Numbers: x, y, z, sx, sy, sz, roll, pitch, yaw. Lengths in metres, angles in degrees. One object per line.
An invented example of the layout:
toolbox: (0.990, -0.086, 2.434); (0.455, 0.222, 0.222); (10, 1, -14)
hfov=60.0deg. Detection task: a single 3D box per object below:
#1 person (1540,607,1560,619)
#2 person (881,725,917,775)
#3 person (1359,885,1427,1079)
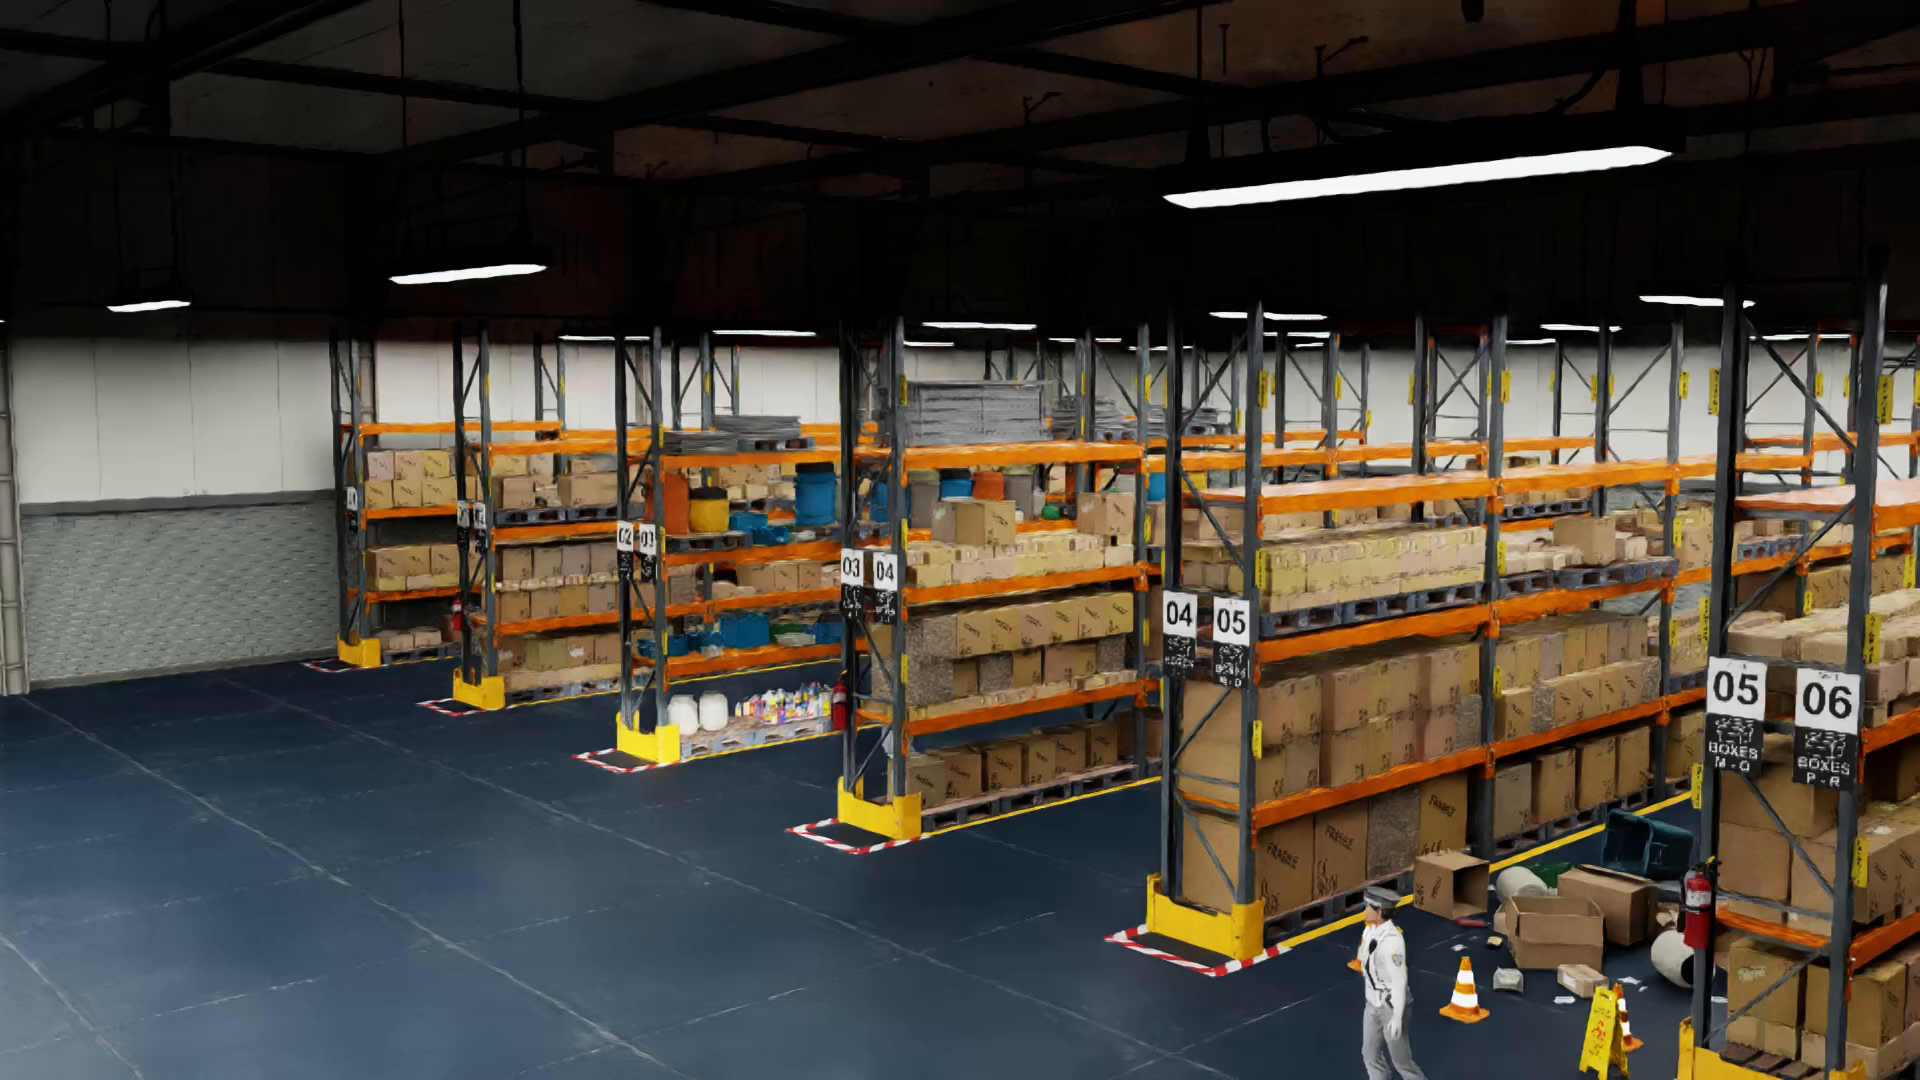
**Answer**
person: (9.271, 1.747, 25.983); (1.043, 1.716, 0.589); (-5, 8, -43)
person: (-0.791, 2.214, 21.206); (0.552, 1.742, 0.677); (-5, 8, -43)
person: (3.023, 3.214, 11.469); (0.547, 1.664, 0.517); (0, 6, -5)
